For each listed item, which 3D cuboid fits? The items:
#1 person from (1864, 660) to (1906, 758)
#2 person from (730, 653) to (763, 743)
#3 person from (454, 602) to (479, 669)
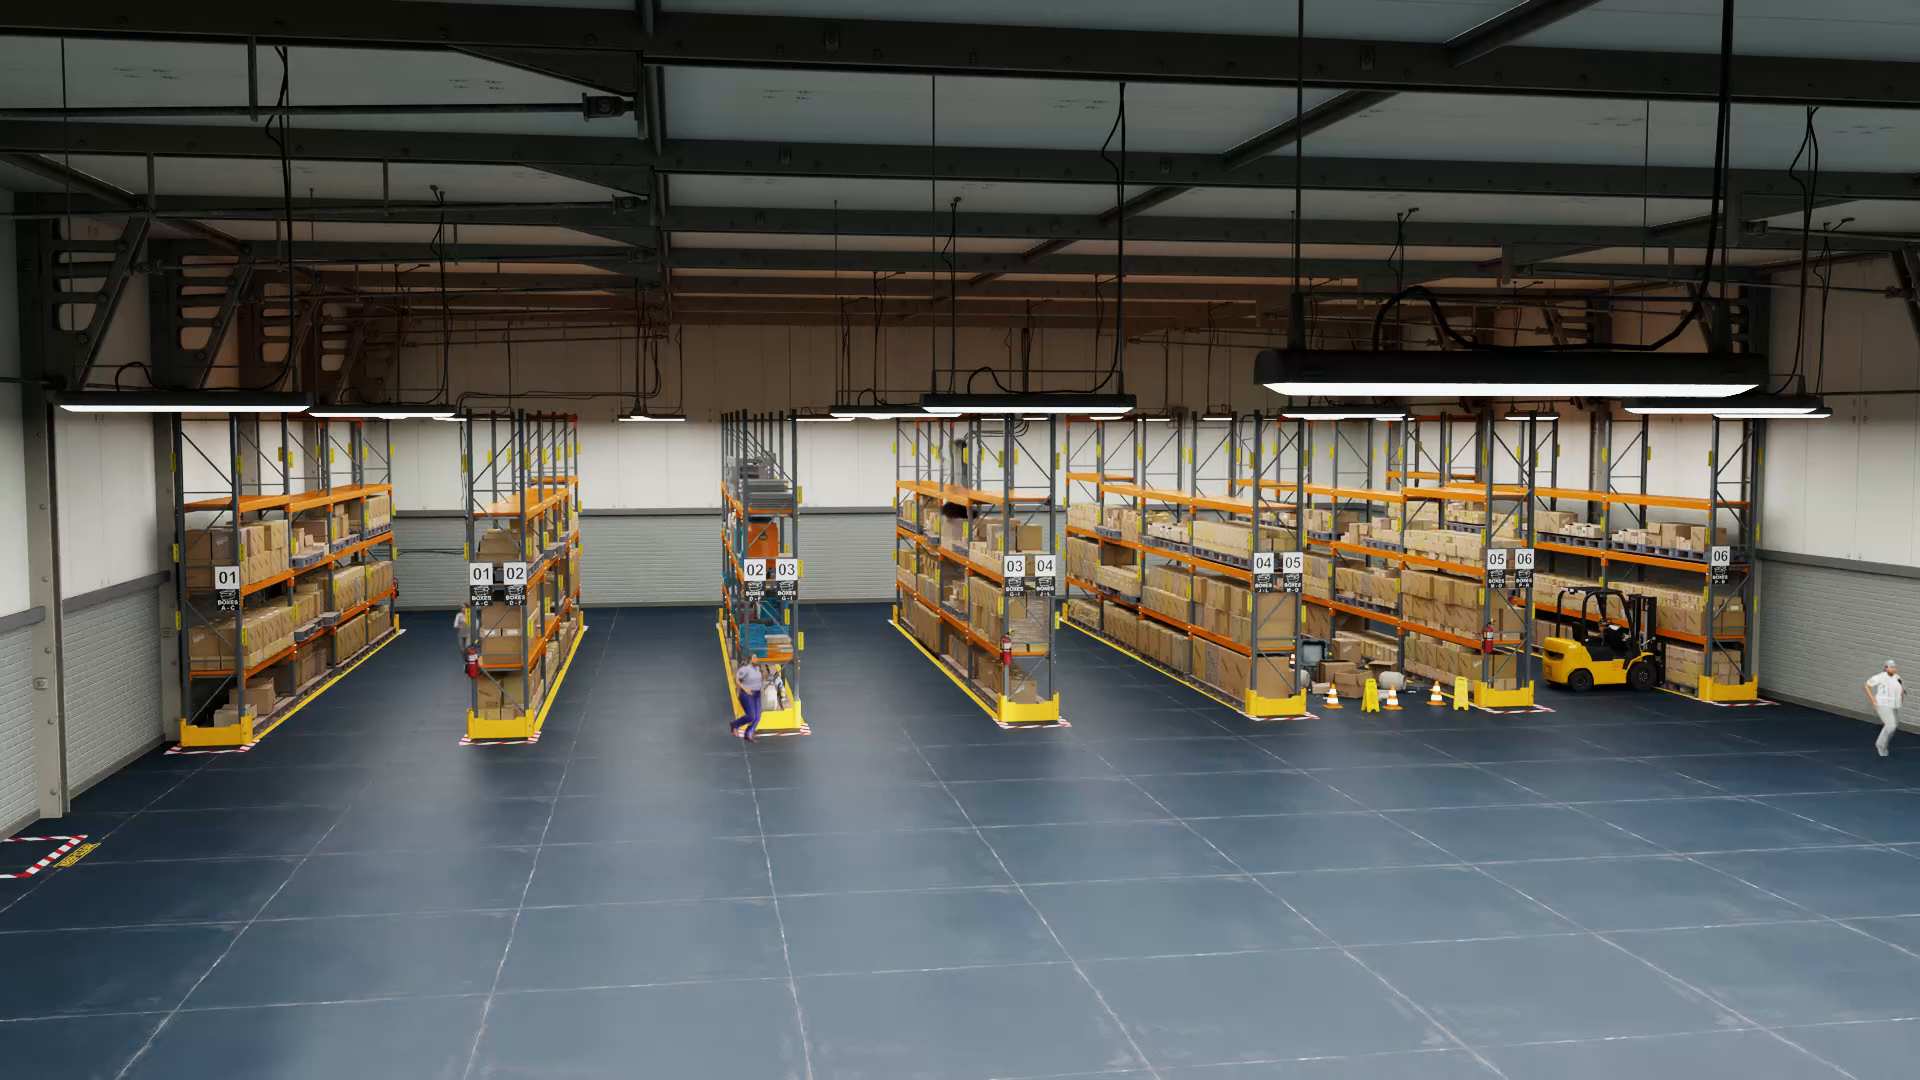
[{"bbox_3d":[15.990,2.904,28.614,0.576,1.686,0.659,-1,4,-12],"label":"person"},{"bbox_3d":[-3.821,2.847,30.094,0.538,1.627,0.613,2,5,32],"label":"person"},{"bbox_3d":[-11.419,2.244,38.411,0.507,1.604,0.667,0,4,-5],"label":"person"}]
